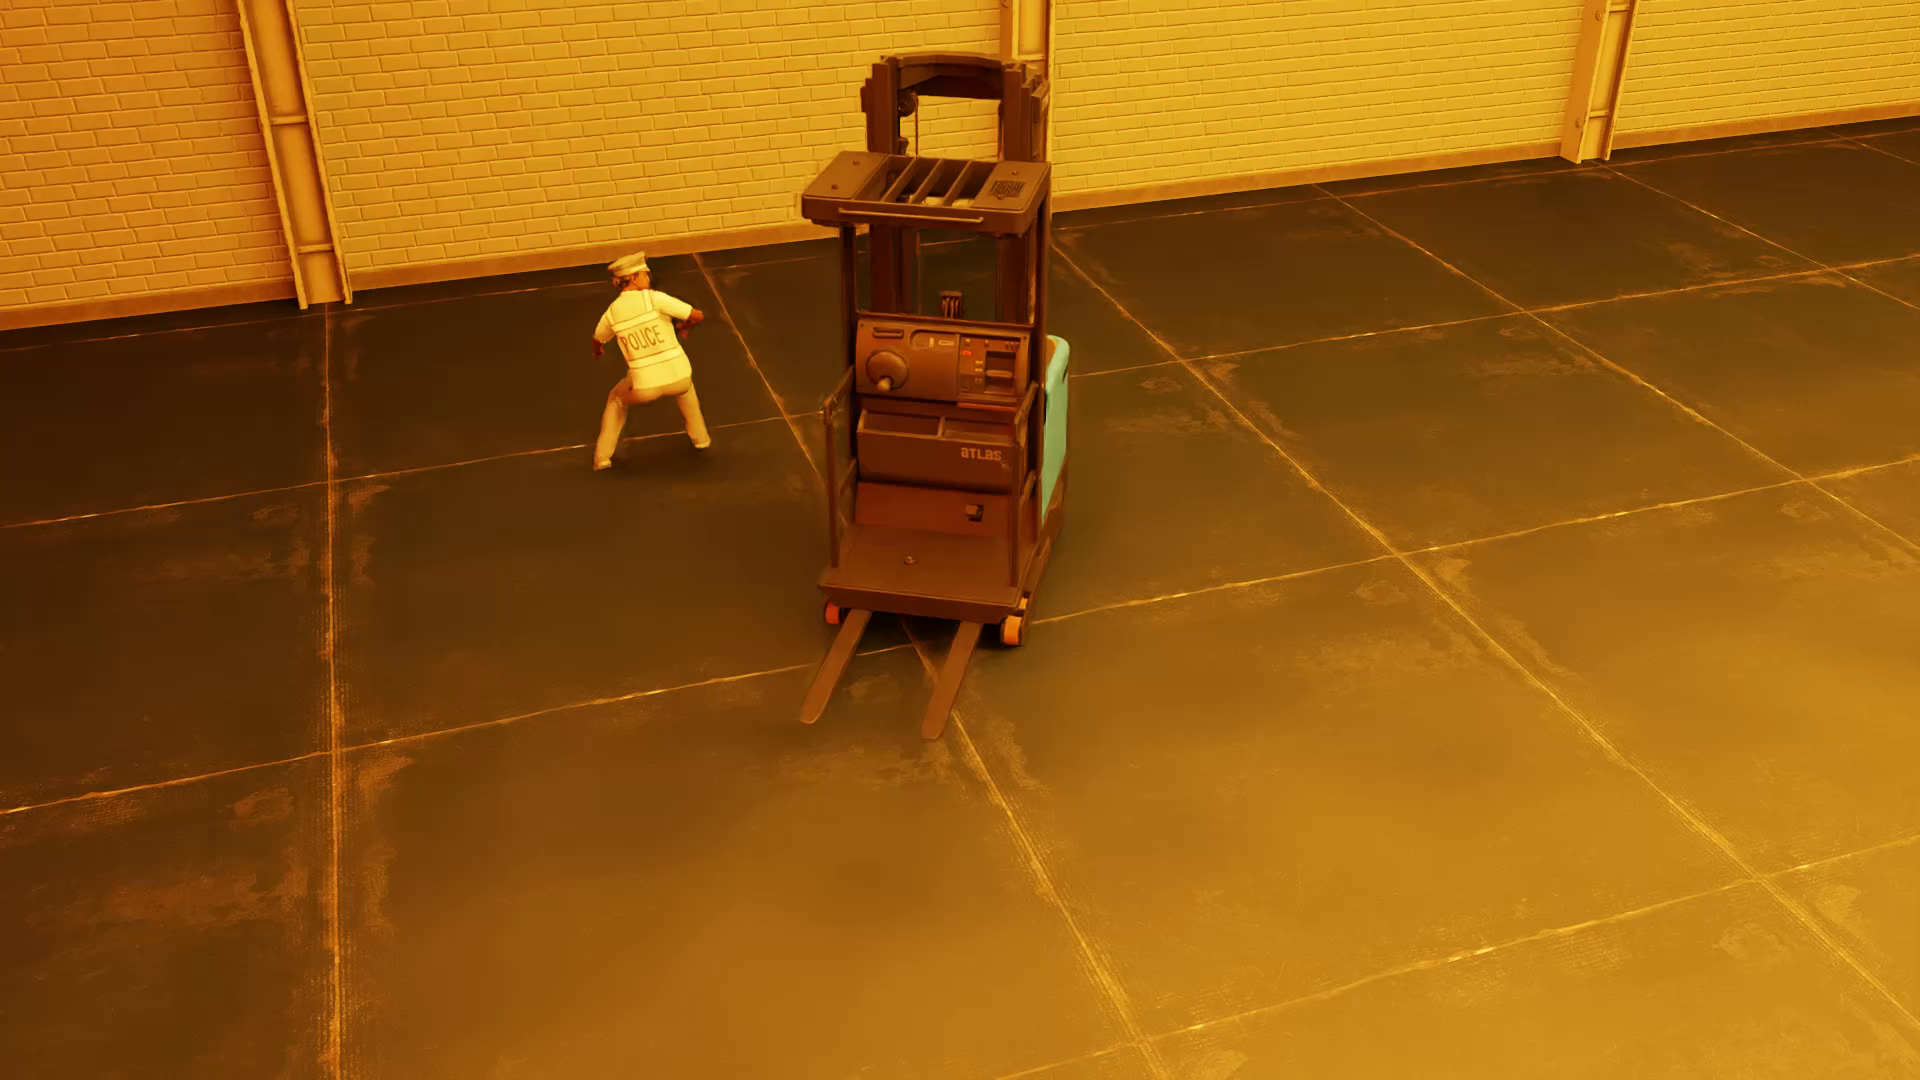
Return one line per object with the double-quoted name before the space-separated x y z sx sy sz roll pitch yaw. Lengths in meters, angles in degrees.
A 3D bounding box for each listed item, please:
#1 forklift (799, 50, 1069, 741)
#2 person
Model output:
"forklift" -0.138 -0.898 8.648 1.130 2.935 3.031 6 30 10
"person" -2.026 -1.132 10.624 0.793 1.452 0.811 -6 30 -11
